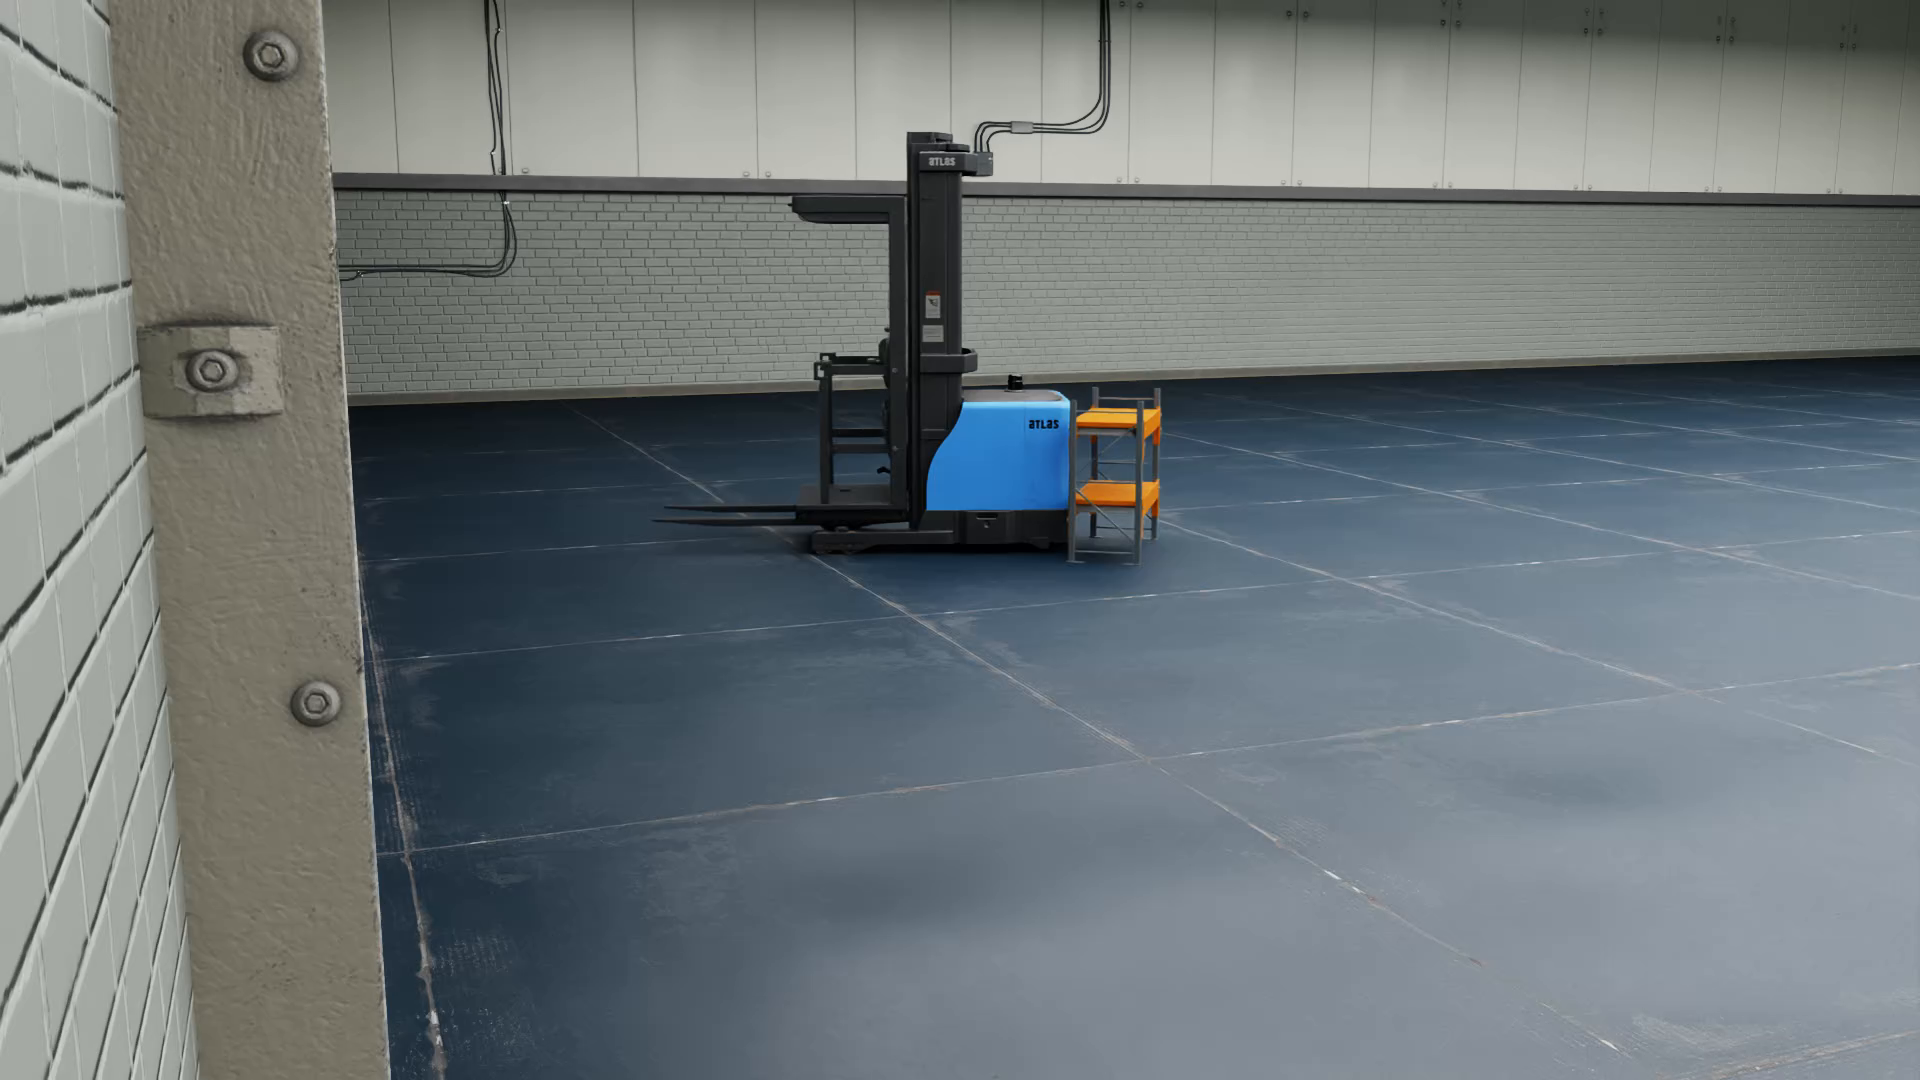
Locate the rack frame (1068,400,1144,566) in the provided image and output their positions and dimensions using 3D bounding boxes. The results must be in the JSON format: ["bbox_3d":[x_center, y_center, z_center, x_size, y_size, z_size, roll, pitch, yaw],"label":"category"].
[{"bbox_3d":[0.995,-0.391,11.362,0.500,1.125,0.032,2,10,13],"label":"rack frame"}]

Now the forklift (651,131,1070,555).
[{"bbox_3d":[-0.712,-1.434,12.070,3.031,2.935,1.130,0,10,-2],"label":"forklift"}]

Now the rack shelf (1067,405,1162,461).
[{"bbox_3d":[1.110,-0.766,11.799,0.538,0.278,1.000,2,10,13],"label":"rack shelf"}]

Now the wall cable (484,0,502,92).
[{"bbox_3d":[-5.048,-7.424,22.862,3.097,2.526,0.112,-4,11,-21],"label":"wall cable"}]

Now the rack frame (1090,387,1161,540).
[{"bbox_3d":[1.224,-0.564,12.337,0.500,1.125,0.032,2,10,13],"label":"rack frame"}]

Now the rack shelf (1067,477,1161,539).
[{"bbox_3d":[1.109,-0.237,11.893,0.538,0.278,1.000,2,10,13],"label":"rack shelf"}]

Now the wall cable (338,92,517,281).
[{"bbox_3d":[-7.569,-4.765,22.339,3.097,2.526,0.112,-4,11,-21],"label":"wall cable"}]

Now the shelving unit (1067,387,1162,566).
[{"bbox_3d":[1.110,-0.478,11.850,0.538,1.125,1.048,2,10,13],"label":"shelving unit"}]

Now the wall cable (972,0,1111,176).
[{"bbox_3d":[1.285,-8.568,25.142,2.305,6.003,0.169,-4,11,-21],"label":"wall cable"}]
